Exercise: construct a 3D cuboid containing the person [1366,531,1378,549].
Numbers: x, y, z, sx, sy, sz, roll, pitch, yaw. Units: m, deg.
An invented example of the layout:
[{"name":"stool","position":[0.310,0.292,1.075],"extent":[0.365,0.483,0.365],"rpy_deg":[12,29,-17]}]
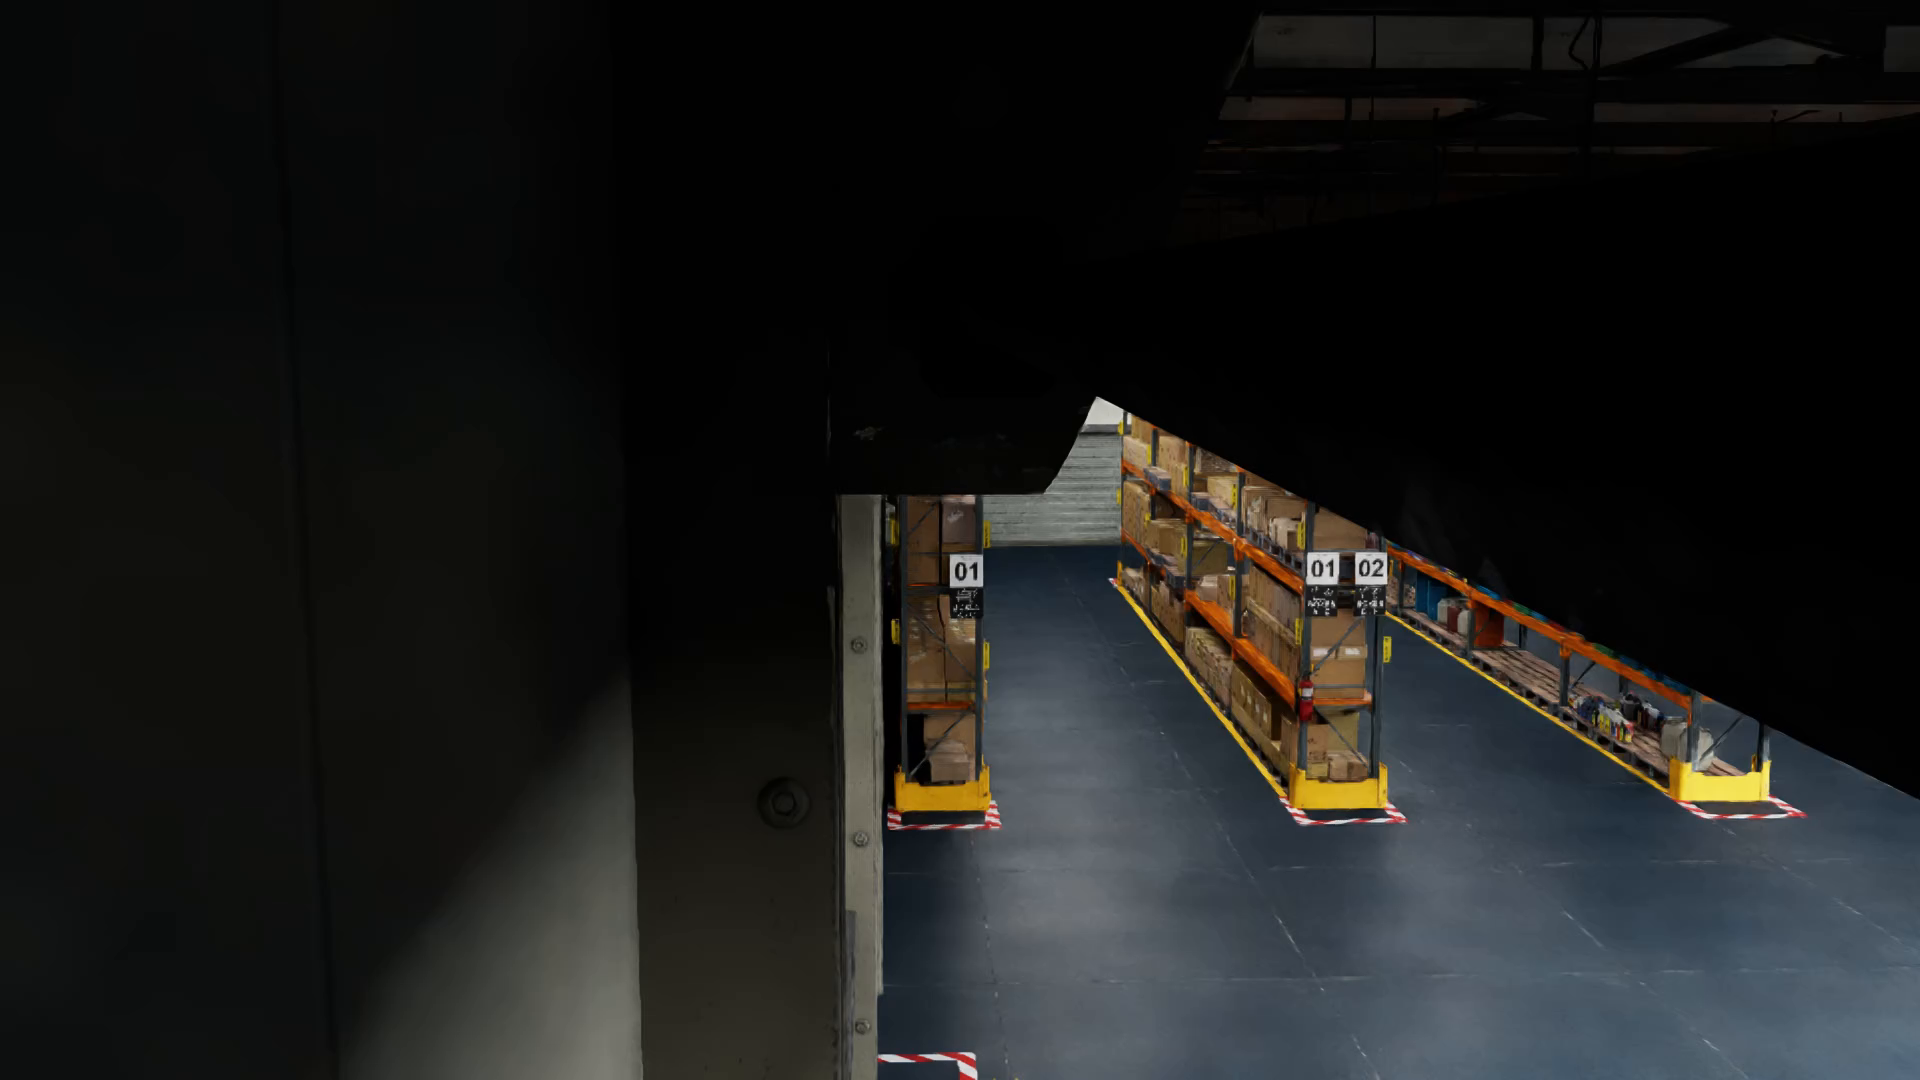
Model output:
[{"name":"person","position":[8.329,0.475,33.823],"extent":[0.445,1.824,0.634],"rpy_deg":[3,9,19]}]
